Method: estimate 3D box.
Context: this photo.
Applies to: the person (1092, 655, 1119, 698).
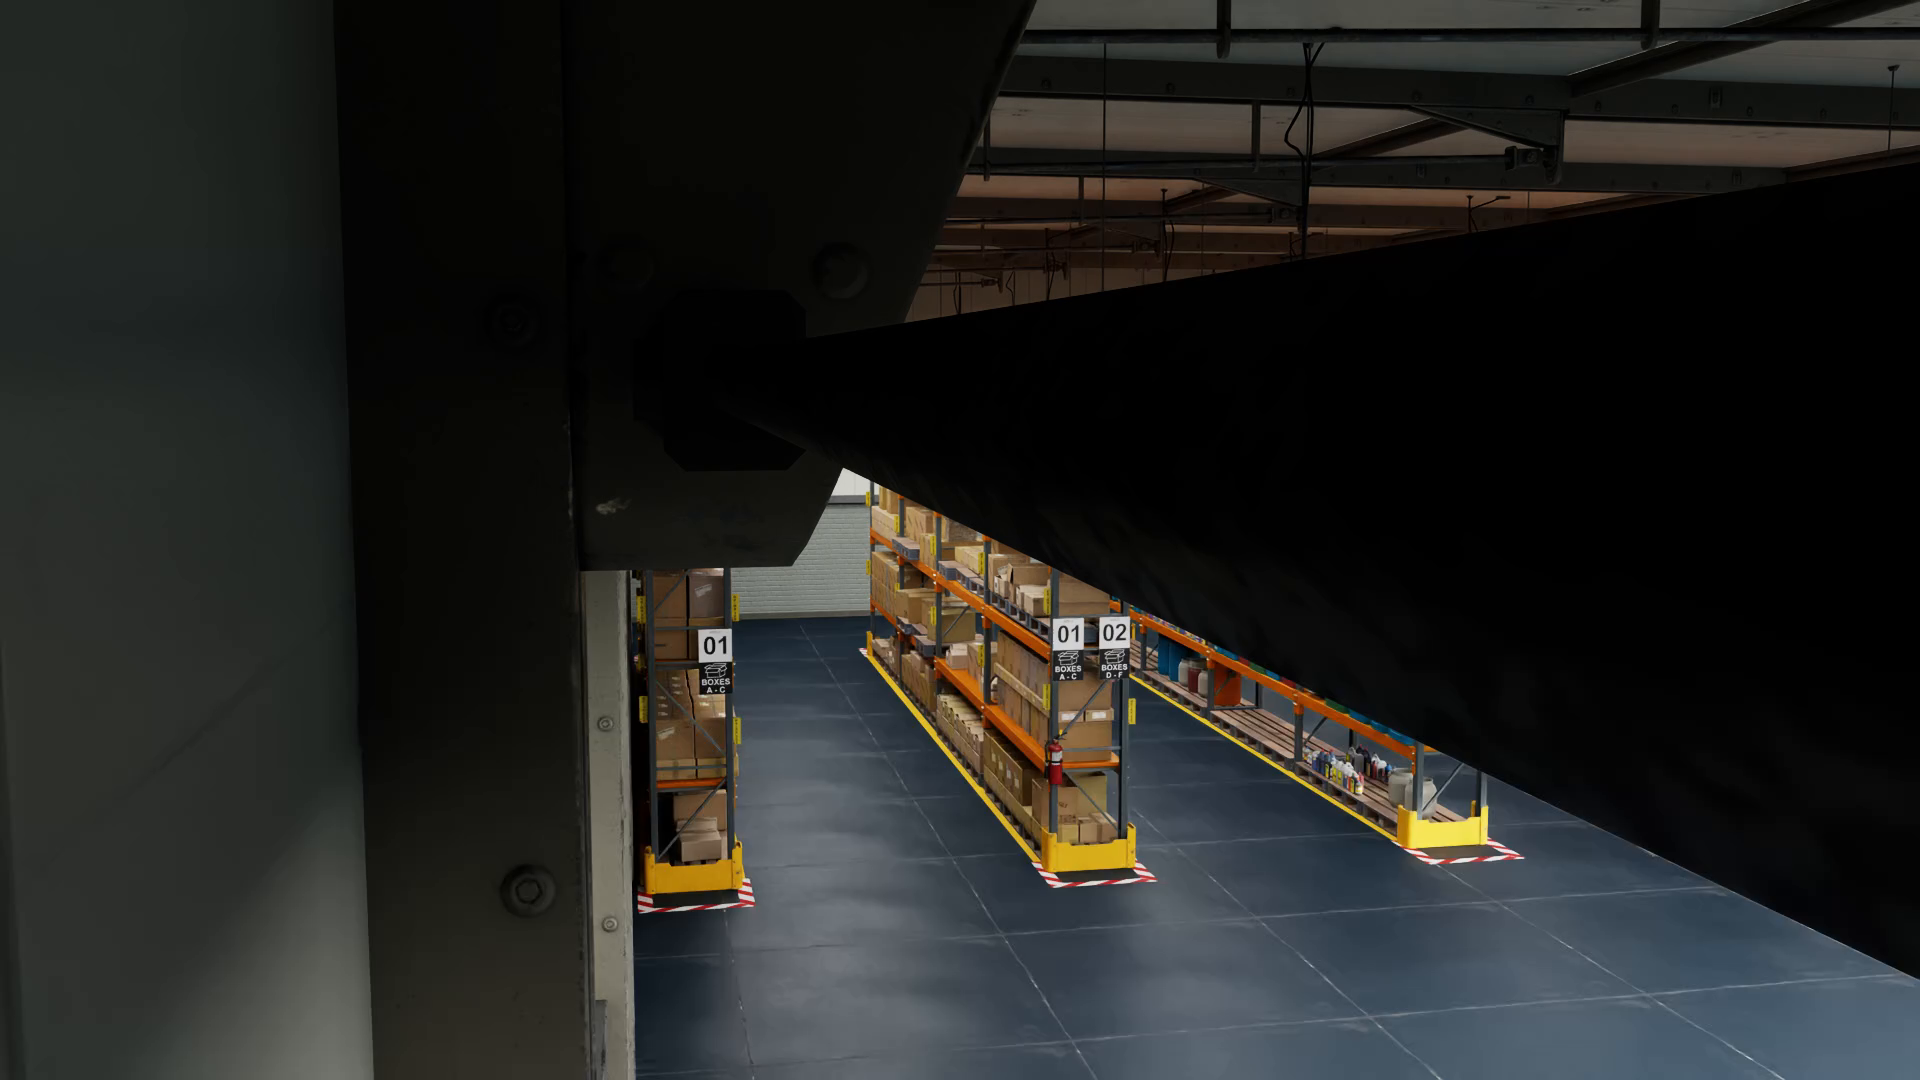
[{"bbox_3d":[2.600,2.413,29.633,0.492,1.688,0.721,0,6,3],"label":"person"}]
